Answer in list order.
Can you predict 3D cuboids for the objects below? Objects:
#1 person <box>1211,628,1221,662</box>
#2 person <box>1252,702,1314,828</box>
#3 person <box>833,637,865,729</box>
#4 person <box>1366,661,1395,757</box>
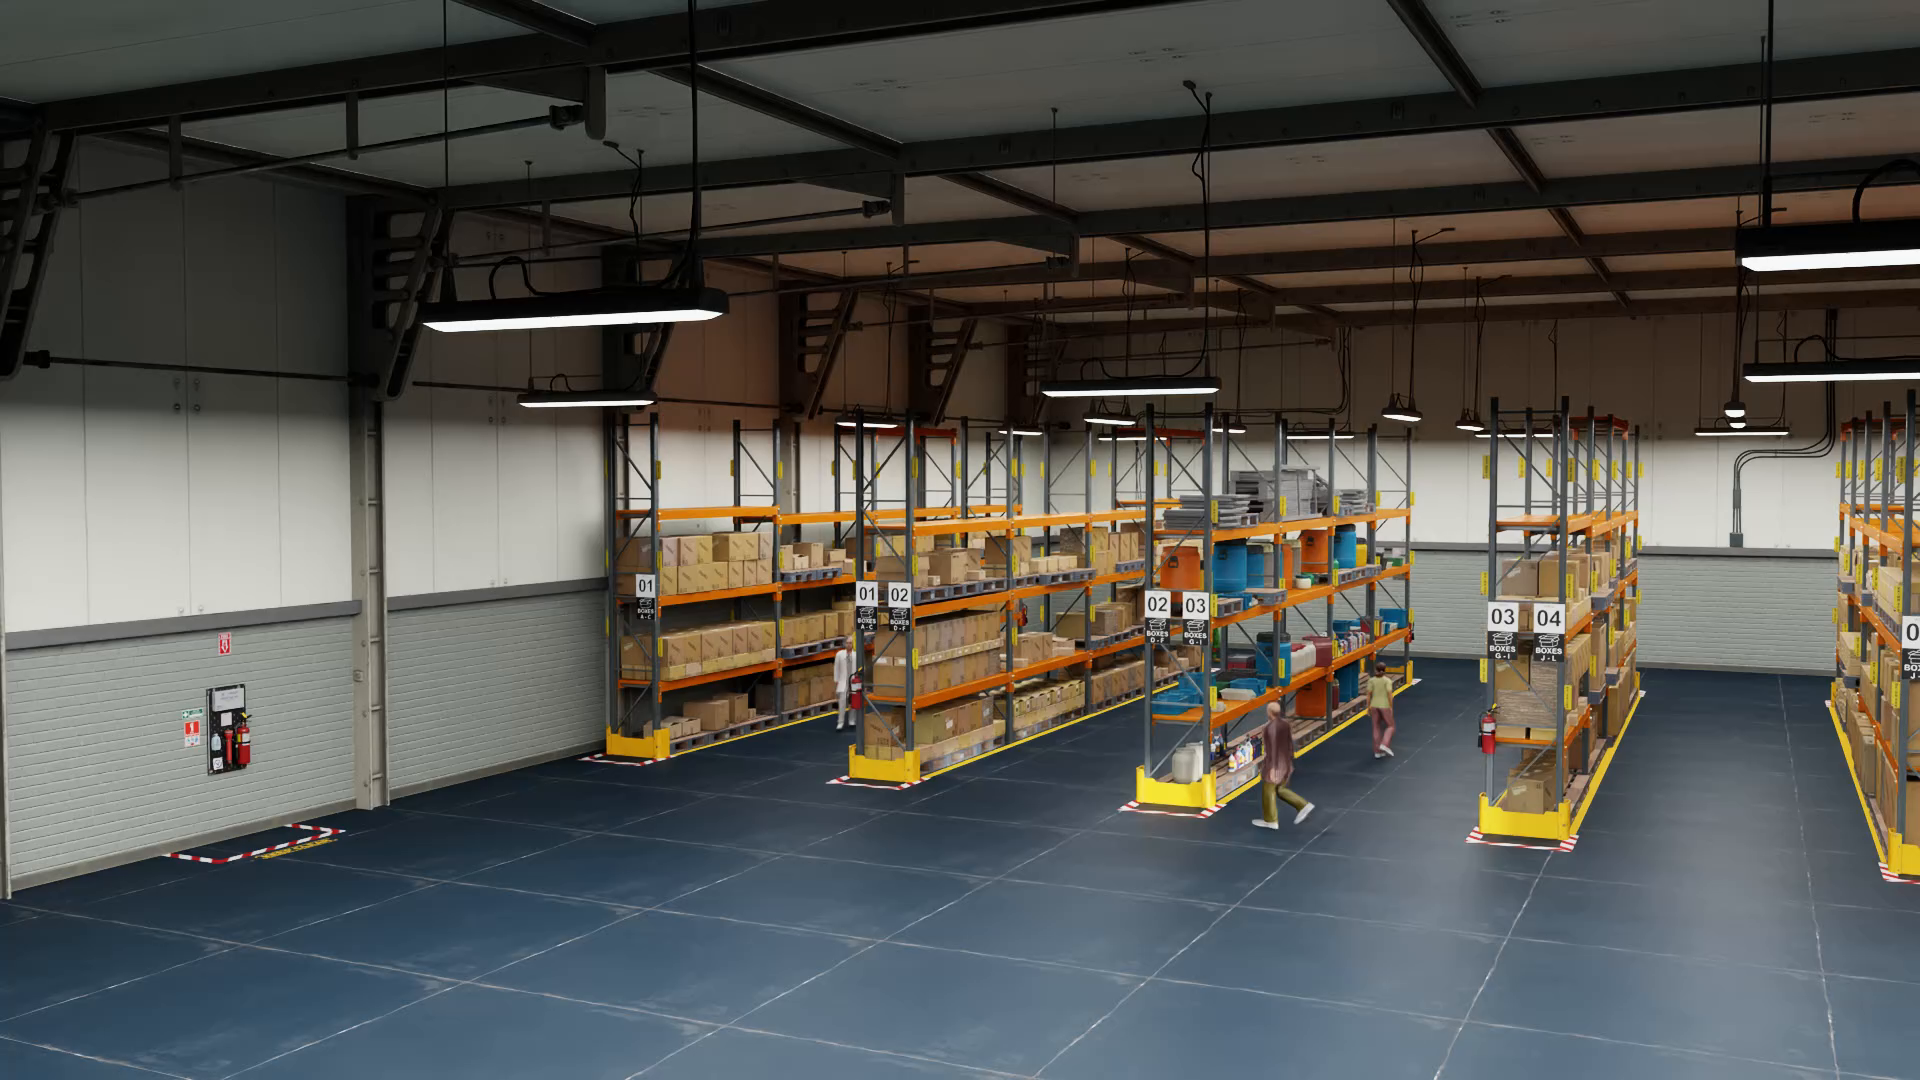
[{"bbox_3d":[6.495,2.283,43.354,0.613,1.782,0.687,-2,3,-43],"label":"person"},{"bbox_3d":[4.496,3.136,23.160,0.835,1.758,0.587,1,3,28],"label":"person"},{"bbox_3d":[-2.133,2.761,32.152,0.593,1.746,0.971,0,2,-9],"label":"person"},{"bbox_3d":[7.323,2.951,28.937,0.493,1.669,0.461,2,3,33],"label":"person"}]
